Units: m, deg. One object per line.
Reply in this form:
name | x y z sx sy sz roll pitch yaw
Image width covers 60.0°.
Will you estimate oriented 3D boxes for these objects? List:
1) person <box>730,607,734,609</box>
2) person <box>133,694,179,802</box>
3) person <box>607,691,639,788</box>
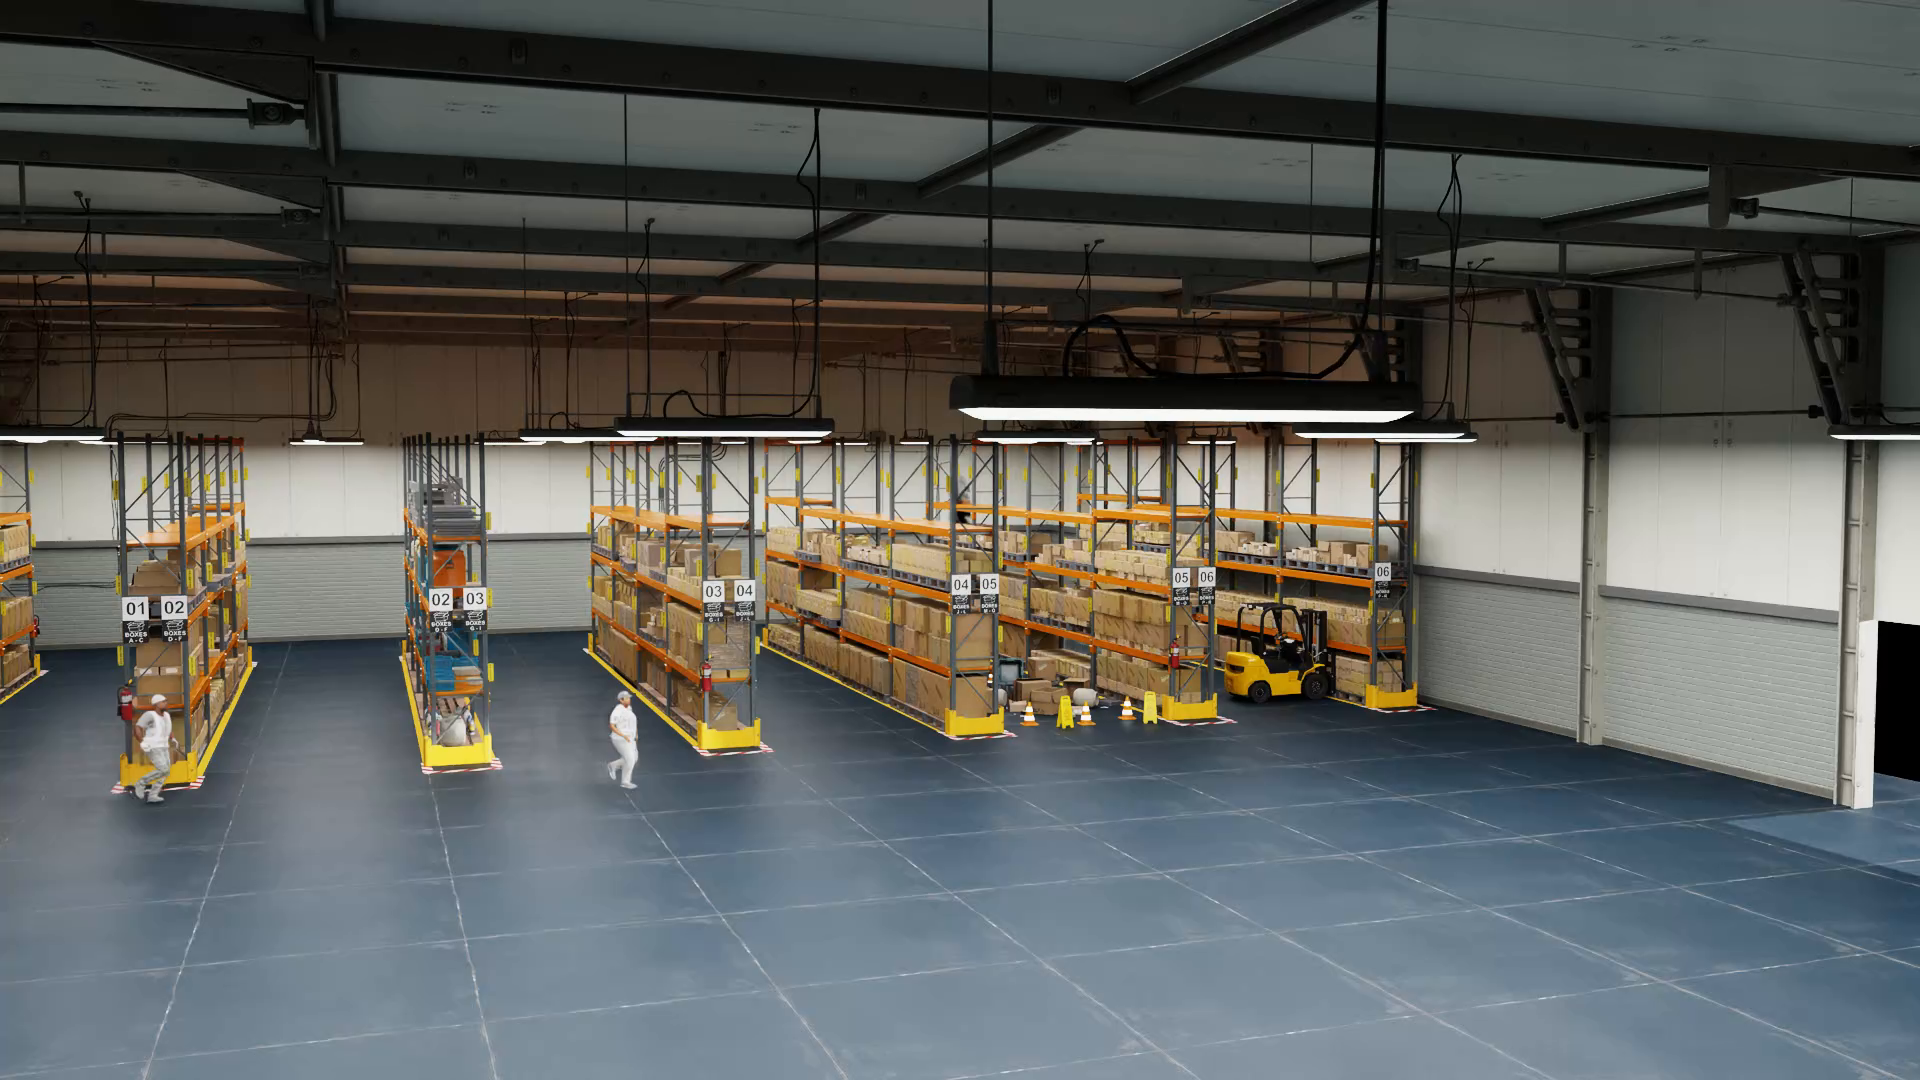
person | -6.616 2.271 47.181 0.802 1.701 0.565 0 3 -4
person | -13.011 3.369 26.988 0.557 1.721 0.732 0 3 7
person | -5.724 3.356 28.063 0.611 1.625 0.644 1 3 16
